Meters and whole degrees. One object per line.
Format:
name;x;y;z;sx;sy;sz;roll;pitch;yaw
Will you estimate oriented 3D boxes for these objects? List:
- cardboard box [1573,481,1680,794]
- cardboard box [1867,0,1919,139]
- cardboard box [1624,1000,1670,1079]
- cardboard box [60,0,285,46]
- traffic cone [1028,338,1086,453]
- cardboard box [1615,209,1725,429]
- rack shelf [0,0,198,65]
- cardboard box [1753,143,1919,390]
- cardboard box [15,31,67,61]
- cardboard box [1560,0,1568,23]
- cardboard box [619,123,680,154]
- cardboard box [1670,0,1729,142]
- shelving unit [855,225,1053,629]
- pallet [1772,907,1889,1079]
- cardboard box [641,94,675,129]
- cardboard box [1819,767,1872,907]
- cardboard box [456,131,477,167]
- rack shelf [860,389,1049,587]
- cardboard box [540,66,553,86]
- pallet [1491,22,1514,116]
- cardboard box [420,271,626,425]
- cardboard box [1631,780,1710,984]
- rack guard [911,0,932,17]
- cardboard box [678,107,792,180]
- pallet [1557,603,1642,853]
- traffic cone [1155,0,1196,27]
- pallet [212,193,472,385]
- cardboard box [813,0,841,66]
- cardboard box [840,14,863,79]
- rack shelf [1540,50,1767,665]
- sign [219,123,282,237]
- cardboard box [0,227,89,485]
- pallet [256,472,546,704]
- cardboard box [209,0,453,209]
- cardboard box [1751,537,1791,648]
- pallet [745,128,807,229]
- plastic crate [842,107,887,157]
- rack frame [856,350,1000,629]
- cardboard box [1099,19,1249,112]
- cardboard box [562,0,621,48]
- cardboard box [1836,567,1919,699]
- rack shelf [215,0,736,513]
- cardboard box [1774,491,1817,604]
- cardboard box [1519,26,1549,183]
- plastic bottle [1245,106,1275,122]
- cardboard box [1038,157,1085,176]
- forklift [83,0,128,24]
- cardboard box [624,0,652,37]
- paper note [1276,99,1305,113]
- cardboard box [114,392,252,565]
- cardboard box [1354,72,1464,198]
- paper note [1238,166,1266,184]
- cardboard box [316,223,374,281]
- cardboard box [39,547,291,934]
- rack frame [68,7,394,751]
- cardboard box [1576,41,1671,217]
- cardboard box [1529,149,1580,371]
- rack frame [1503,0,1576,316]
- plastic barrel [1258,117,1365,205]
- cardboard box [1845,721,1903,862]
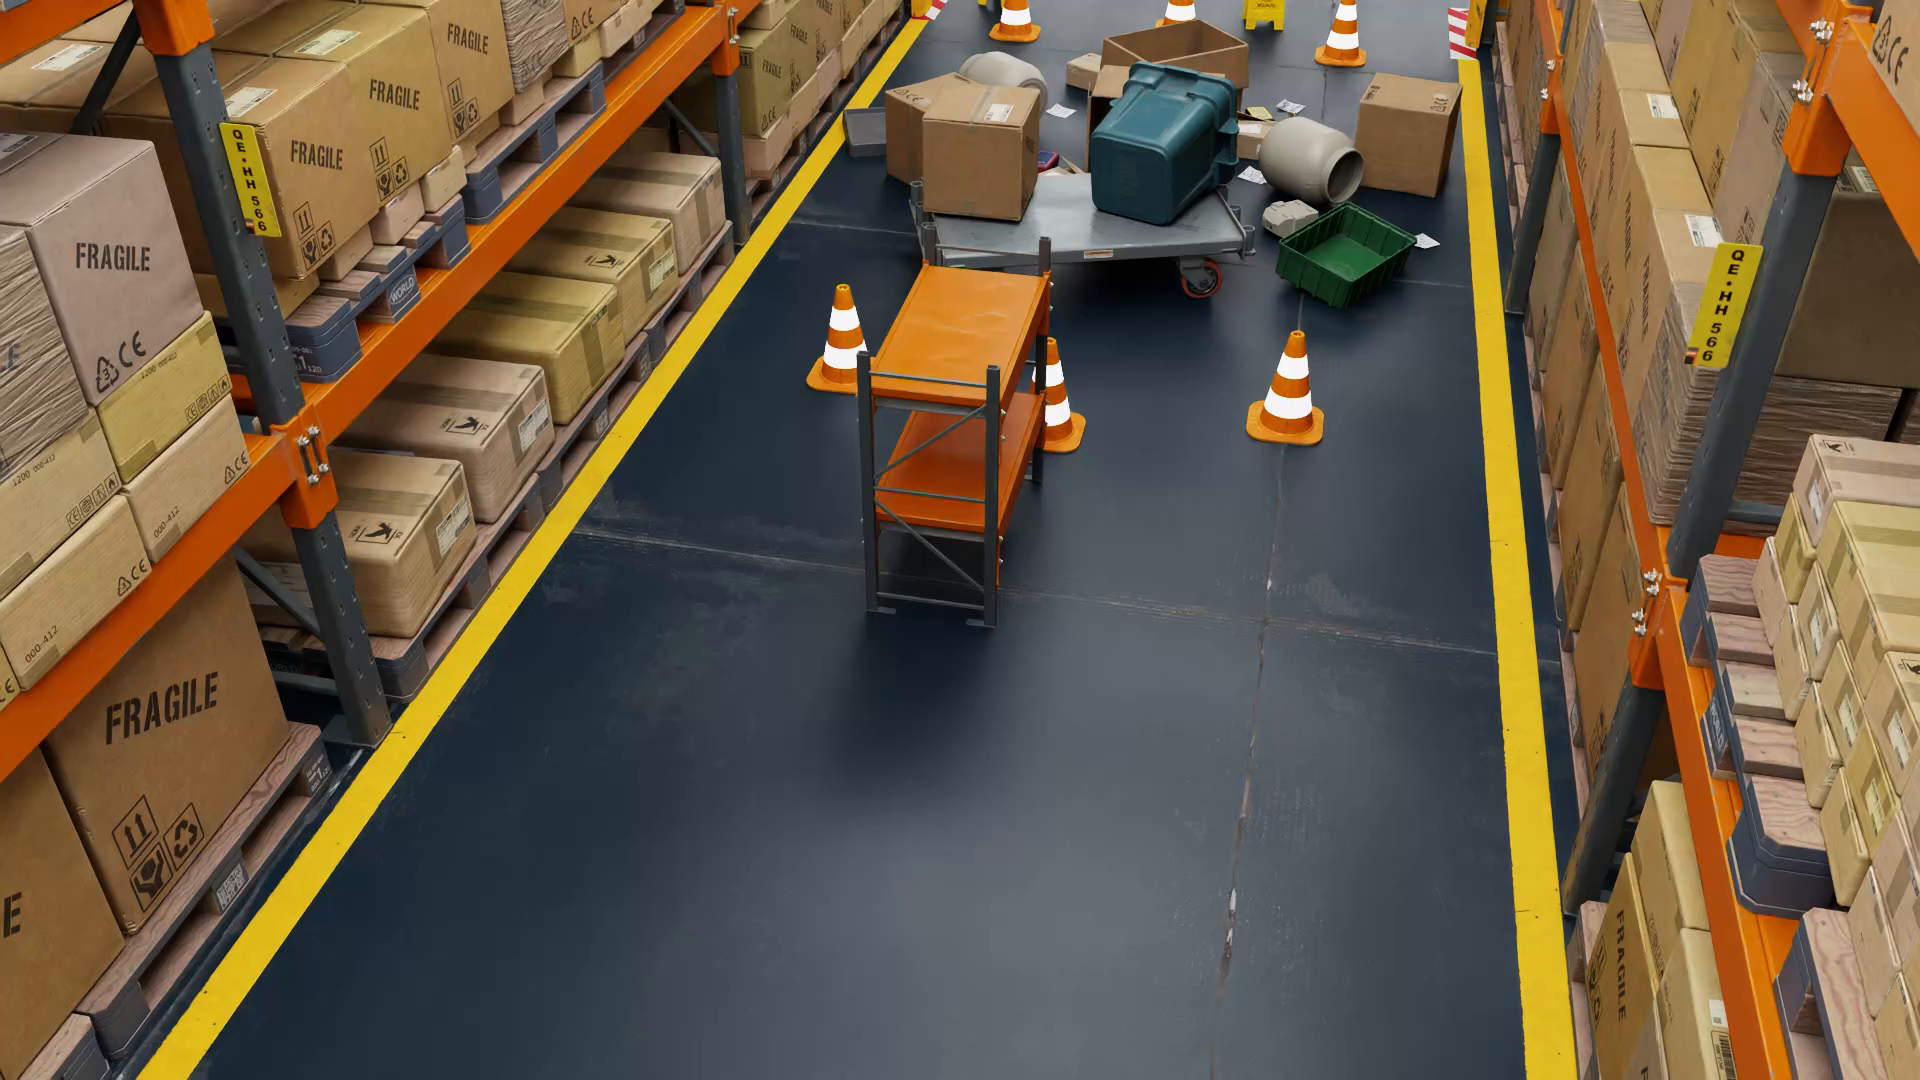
cardboard box;2.585;0.381;5.227;1.050;0.750;0.750;7;36;9
cardboard box;1.985;-0.983;2.908;0.500;0.500;0.500;7;37;10
cardboard box;1.862;1.483;3.920;0.500;0.500;0.500;8;37;11
cardboard box;-2.565;-1.508;5.579;0.500;0.500;0.500;7;36;9
traffic cone;0.382;-0.672;7.283;0.336;0.463;0.334;7;37;10
cardboard box;2.308;-0.640;4.991;0.500;0.500;0.500;7;37;10
rack shelf;-2.918;-0.361;2.749;1.077;0.370;4.000;7;37;10
cardboard box;2.472;-0.723;4.254;0.700;0.500;0.500;7;37;10
cardboard box;-5.966;-3.083;10.433;0.500;0.250;0.500;7;36;9
cardboard box;3.288;-2.589;7.638;0.875;0.550;0.550;7;37;10
cardboard box;-1.773;-2.307;9.362;0.500;0.250;0.500;9;37;12
cardboard box;2.795;-1.601;5.465;0.700;0.500;0.500;7;37;10
shelving unit;-0.001;-0.452;6.415;0.538;1.125;1.048;7;37;10
pallet;1.984;1.196;2.707;1.003;0.211;1.213;7;37;10
cardboard box;-1.772;-2.611;9.142;0.500;0.500;0.500;7;36;9
cardboard box;1.903;0.605;3.216;0.380;0.149;0.250;9;37;12
cardboard box;-1.989;-1.428;6.020;0.380;0.149;0.250;9;37;13
rack shelf;-0.001;-0.254;6.558;0.538;0.278;1.000;7;37;10
cardboard box;-1.865;-1.895;6.665;0.380;0.149;0.250;6;36;8
pallet;3.981;-3.011;10.724;1.003;0.211;1.213;7;37;10
cardboard box;-2.043;-0.871;7.277;0.950;0.372;0.625;8;37;12
cardboard box;1.983;0.882;4.110;0.500;0.250;0.500;6;36;8
rack guard;-0.798;-4.115;12.002;1.175;0.500;0.348;7;37;10
cardboard box;-1.246;-2.238;9.268;0.500;0.250;0.500;6;36;8
pallet;2.609;0.665;5.653;1.003;0.211;1.213;7;37;10
traffic cone;1.543;-3.791;11.586;0.336;0.463;0.334;7;37;10
pallet;-2.443;-0.928;5.638;1.213;0.211;1.003;7;37;10
cardboard box;-1.031;-3.148;9.883;0.500;0.500;0.500;9;37;12
cardboard box;-0.916;-3.133;10.503;0.500;0.250;0.500;6;36;8
rack shelf;2.794;-0.877;6.017;1.077;0.370;4.000;7;37;10
sign;-1.948;-0.985;4.567;0.100;0.325;0.005;7;37;10
cardboard box;-2.447;-0.405;3.816;0.500;0.500;0.500;8;37;11
pallet;-2.322;0.097;6.436;1.003;0.211;1.213;7;37;10
cardboard box;-2.064;-1.444;5.489;0.500;0.500;0.500;9;37;12
cardboard box;2.074;0.141;3.855;0.380;0.149;0.250;7;36;9
pallet;-1.527;-2.138;9.520;1.003;0.211;1.213;7;37;10
plastic crate;-0.500;-2.492;10.121;0.402;0.080;0.583;-5;36;-6
rack frame;-0.110;-0.160;6.012;0.500;1.125;0.032;7;37;10
cardboard box;1.316;-2.835;10.233;0.797;0.503;0.637;-17;39;-22
cardboard box;-1.732;-2.335;6.719;0.500;0.500;0.500;9;37;12
cardboard box;1.967;0.204;3.261;0.380;0.149;0.250;7;37;10
rack shelf;-2.063;-1.439;6.793;1.077;0.370;4.000;7;37;10
cardboard box;2.067;0.041;3.739;0.380;0.149;0.250;9;37;12
cardboard box;3.613;-2.494;9.087;0.875;0.875;0.875;8;37;10
plastic bottle;1.865;-2.600;10.285;0.133;0.061;0.283;-5;36;-6
cardboard box;0.634;-1.968;9.240;0.258;0.266;0.396;-17;39;-22
forklift;-4.129;-3.319;8.832;1.130;2.935;3.031;-5;36;-7
cardboard box;-1.570;-2.315;7.244;0.380;0.149;0.250;7;36;9
paper note;2.091;-2.743;10.510;0.144;0.017;0.142;20;41;26
cardboard box;-2.345;-0.201;4.599;0.500;0.250;0.500;6;36;8
cardboard box;2.550;-2.322;9.526;0.500;0.500;0.500;14;38;18
paper note;1.723;-2.117;9.652;0.172;0.023;0.155;20;41;26
cardboard box;-2.146;-0.973;5.393;0.380;0.149;0.250;5;36;7
cardboard box;-2.719;0.492;4.968;0.875;0.875;0.875;7;37;10
rack frame;-2.491;-0.584;5.000;1.000;3.000;0.127;7;37;10
cardboard box;2.629;-1.512;6.194;0.500;0.500;0.500;7;37;10
cardboard box;3.176;-1.207;7.418;1.050;0.750;0.750;7;37;10
rack frame;3.221;-2.315;7.388;1.000;3.000;0.127;7;37;10
plastic barrel;1.965;-2.114;9.307;0.421;0.421;0.512;-24;42;-30
cardboard box;1.904;0.495;3.113;0.380;0.149;0.250;7;37;10
